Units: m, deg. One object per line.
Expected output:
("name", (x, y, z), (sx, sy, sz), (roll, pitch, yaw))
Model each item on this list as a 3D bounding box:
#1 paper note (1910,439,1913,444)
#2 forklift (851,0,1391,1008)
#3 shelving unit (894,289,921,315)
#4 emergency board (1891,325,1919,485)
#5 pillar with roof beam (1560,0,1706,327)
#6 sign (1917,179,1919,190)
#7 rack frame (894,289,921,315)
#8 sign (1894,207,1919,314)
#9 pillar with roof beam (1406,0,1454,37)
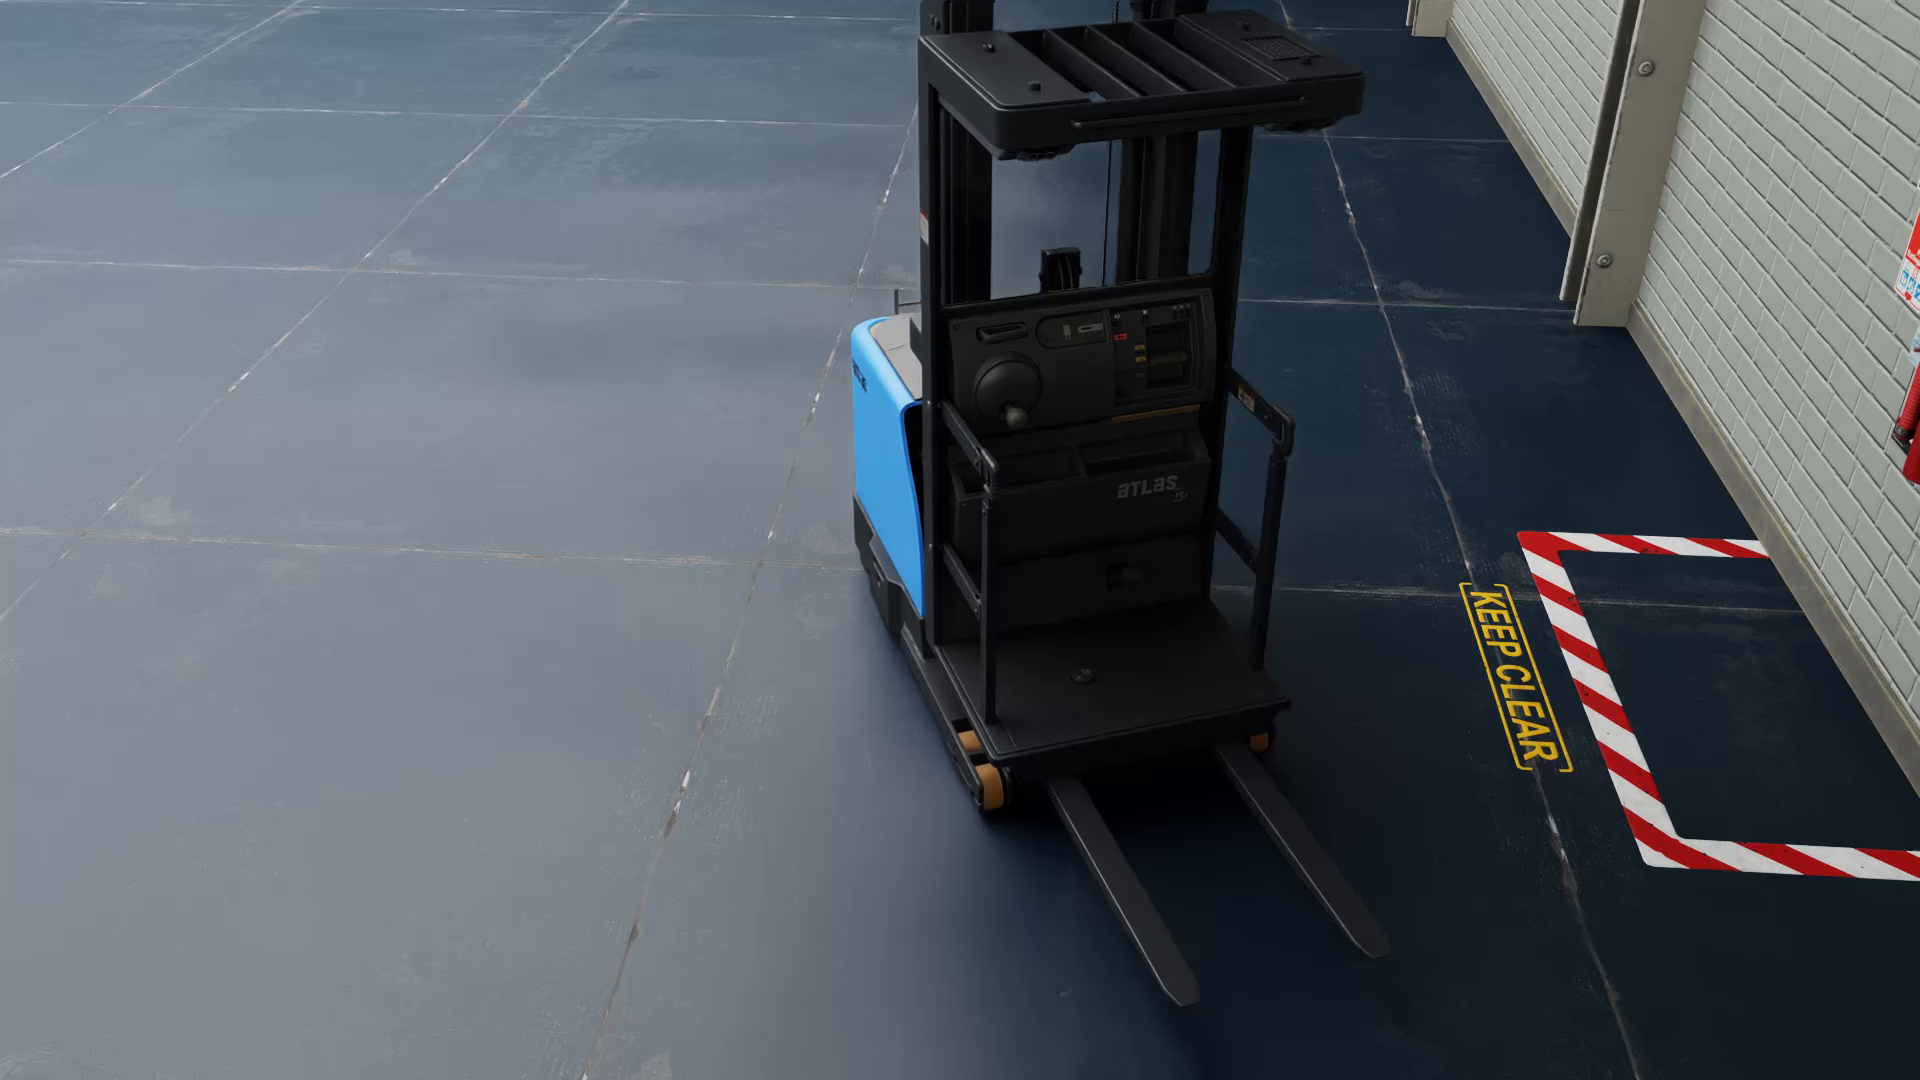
("paper note", (3.399, -0.427, 5.923), (0.016, 0.148, 0.142), (2, 32, 4))
("forklift", (0.483, -0.550, 5.349), (1.130, 2.935, 3.031), (-9, 33, -15))
("shelving unit", (-0.143, -0.552, 7.145), (0.215, 1.050, 0.252), (-9, 33, -15))
("emergency board", (3.315, -0.712, 5.547), (0.194, 1.169, 0.643), (2, 32, 4))
("pillar with roof beam", (-0.726, -5.297, 7.268), (9.100, 9.000, 0.400), (2, 32, 4))
("sign", (3.454, -1.236, 5.857), (0.001, 0.109, 0.331), (2, 32, 4))
("rack frame", (-0.180, -0.613, 7.244), (0.200, 1.050, 0.008), (-9, 33, -15))
("sign", (3.463, -1.012, 6.000), (0.001, 0.329, 0.234), (2, 32, 4))
("pillar with roof beam", (-0.238, -8.434, 12.359), (9.100, 9.000, 0.400), (2, 32, 4))
